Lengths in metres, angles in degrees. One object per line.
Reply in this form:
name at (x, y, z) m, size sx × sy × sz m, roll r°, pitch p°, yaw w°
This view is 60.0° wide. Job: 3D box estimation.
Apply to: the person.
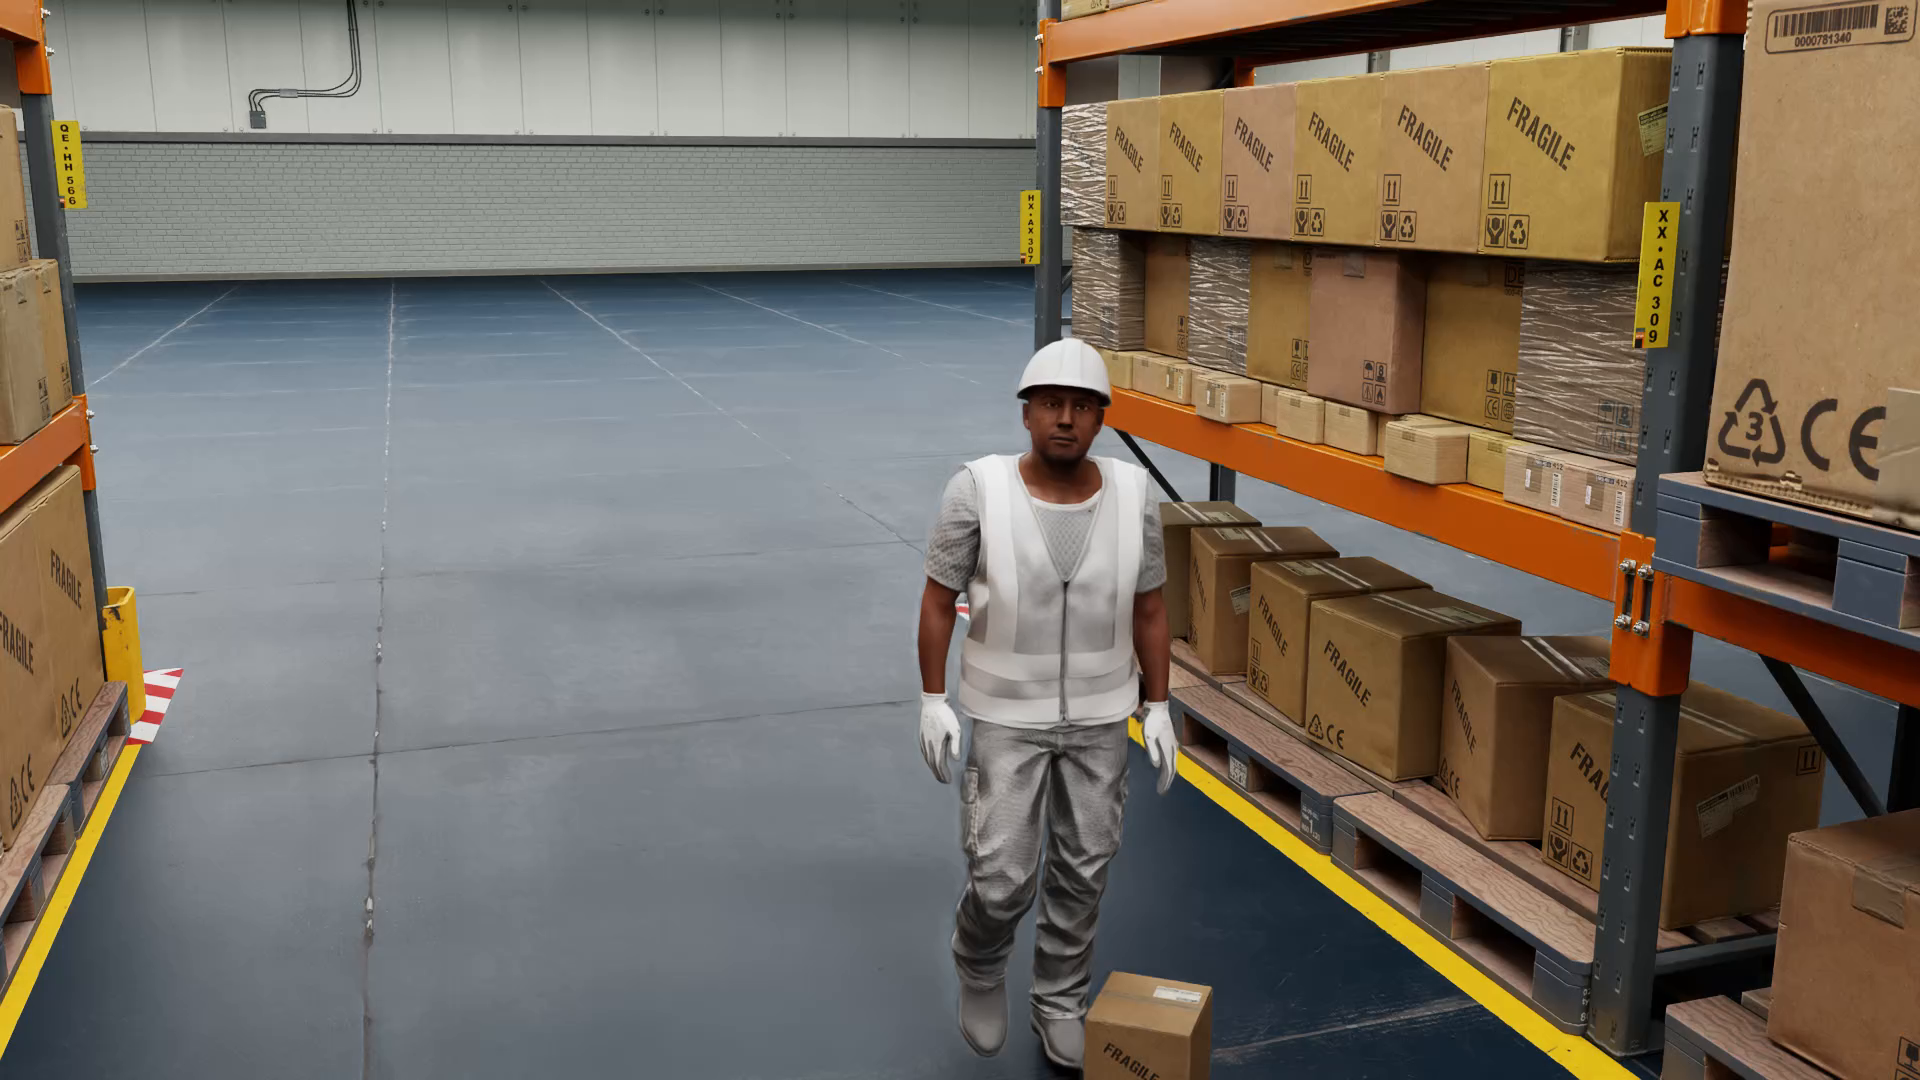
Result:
person at (0.206, 0.411, 3.913) m, size 0.598 × 1.776 × 0.476 m, roll -2°, pitch 13°, yaw -11°
